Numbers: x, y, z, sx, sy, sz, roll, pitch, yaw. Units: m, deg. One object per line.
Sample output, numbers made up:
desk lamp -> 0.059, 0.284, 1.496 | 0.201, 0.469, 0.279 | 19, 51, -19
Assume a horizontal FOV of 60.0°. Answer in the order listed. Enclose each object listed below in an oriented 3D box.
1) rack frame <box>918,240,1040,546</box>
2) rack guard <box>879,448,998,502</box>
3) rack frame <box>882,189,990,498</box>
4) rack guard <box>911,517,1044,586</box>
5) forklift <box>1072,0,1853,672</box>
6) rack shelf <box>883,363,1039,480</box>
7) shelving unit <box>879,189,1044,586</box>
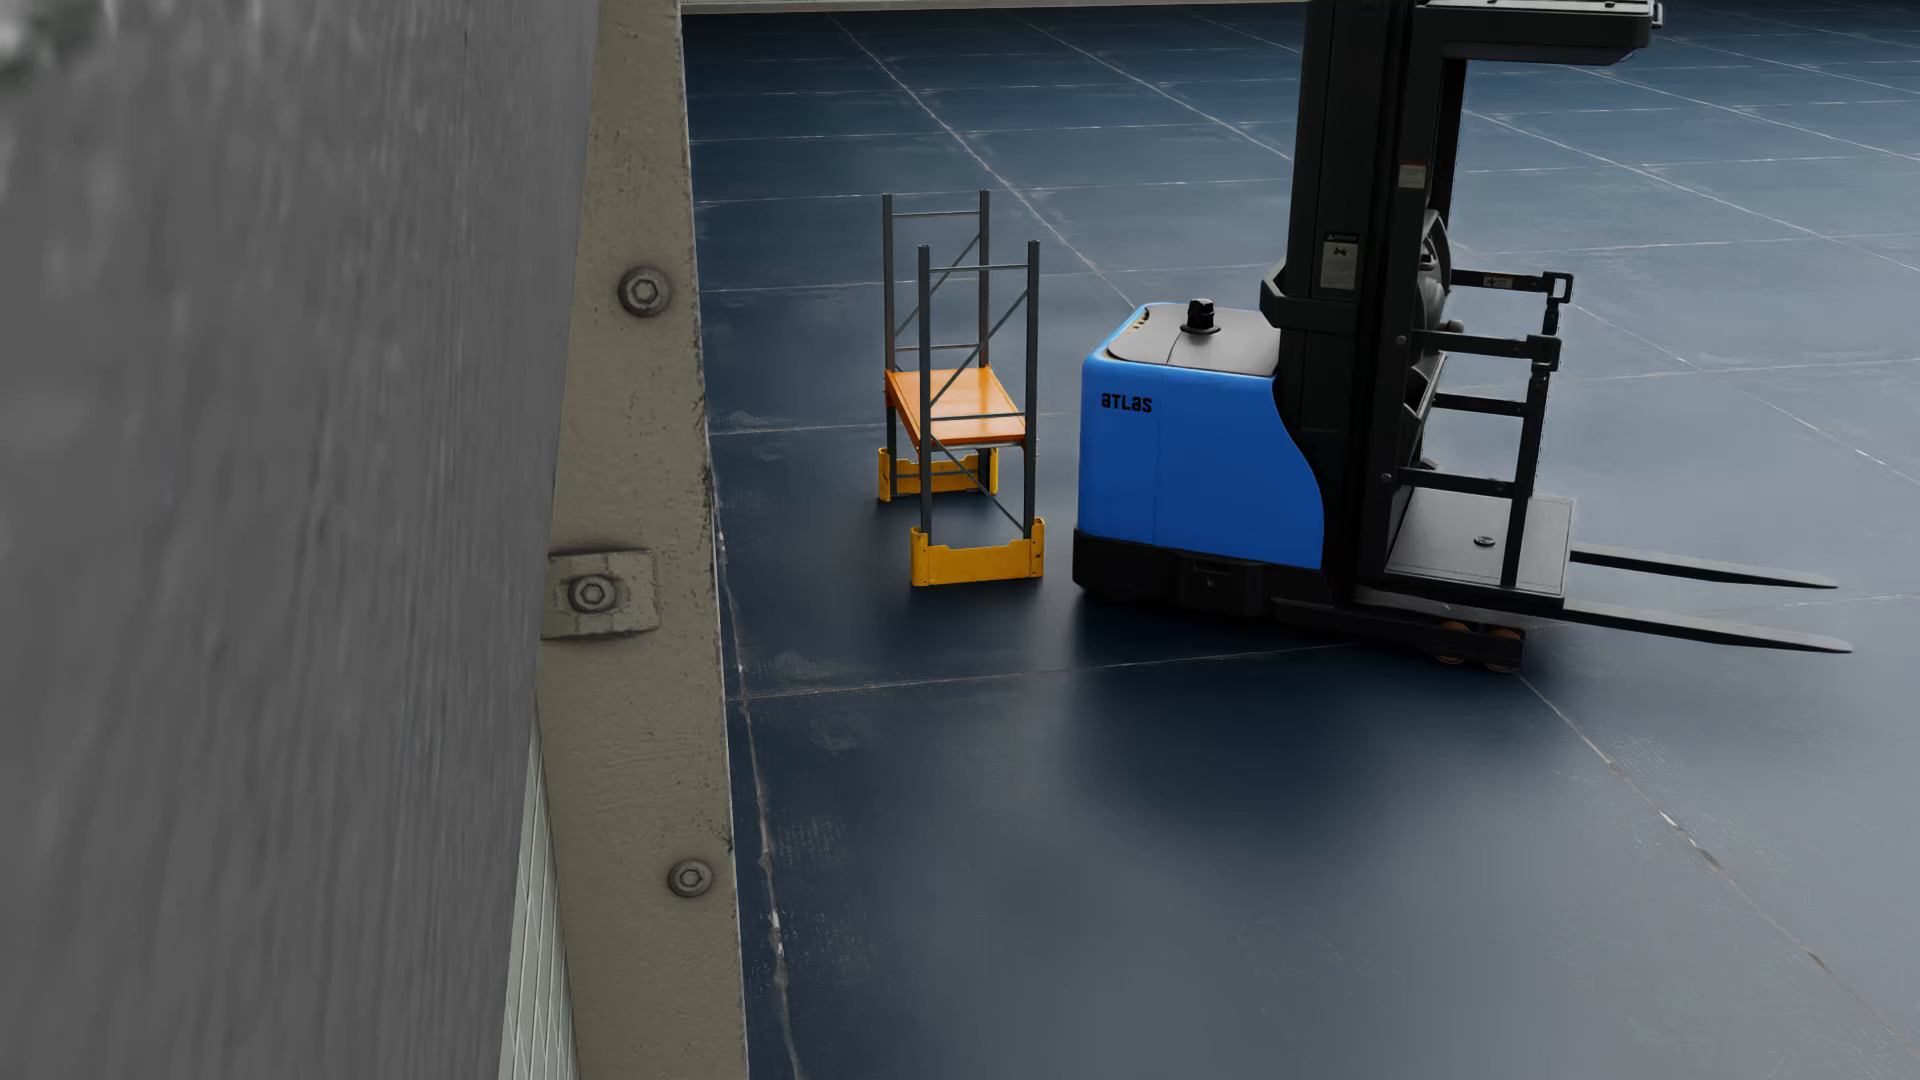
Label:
rack frame -> 0.078, -0.521, 7.069 | 0.500, 1.500, 0.032 | -4, 24, -10
rack guard -> -0.106, -0.340, 8.217 | 0.587, 0.250, 0.087 | -4, 24, -10
rack frame -> -0.110, -0.921, 7.984 | 0.500, 1.500, 0.032 | -4, 24, -10
rack guard -> 0.078, 0.051, 7.320 | 0.587, 0.250, 0.087 | -4, 24, -10
forklift -> 2.056, -1.063, 6.521 | 3.031, 2.935, 1.130 | 9, 25, 19
rack shelf -> -0.016, -0.556, 7.599 | 0.538, 0.185, 1.000 | -4, 24, -10
shelving unit -> -0.014, -0.717, 7.518 | 0.587, 1.500, 1.083 | -4, 24, -10
